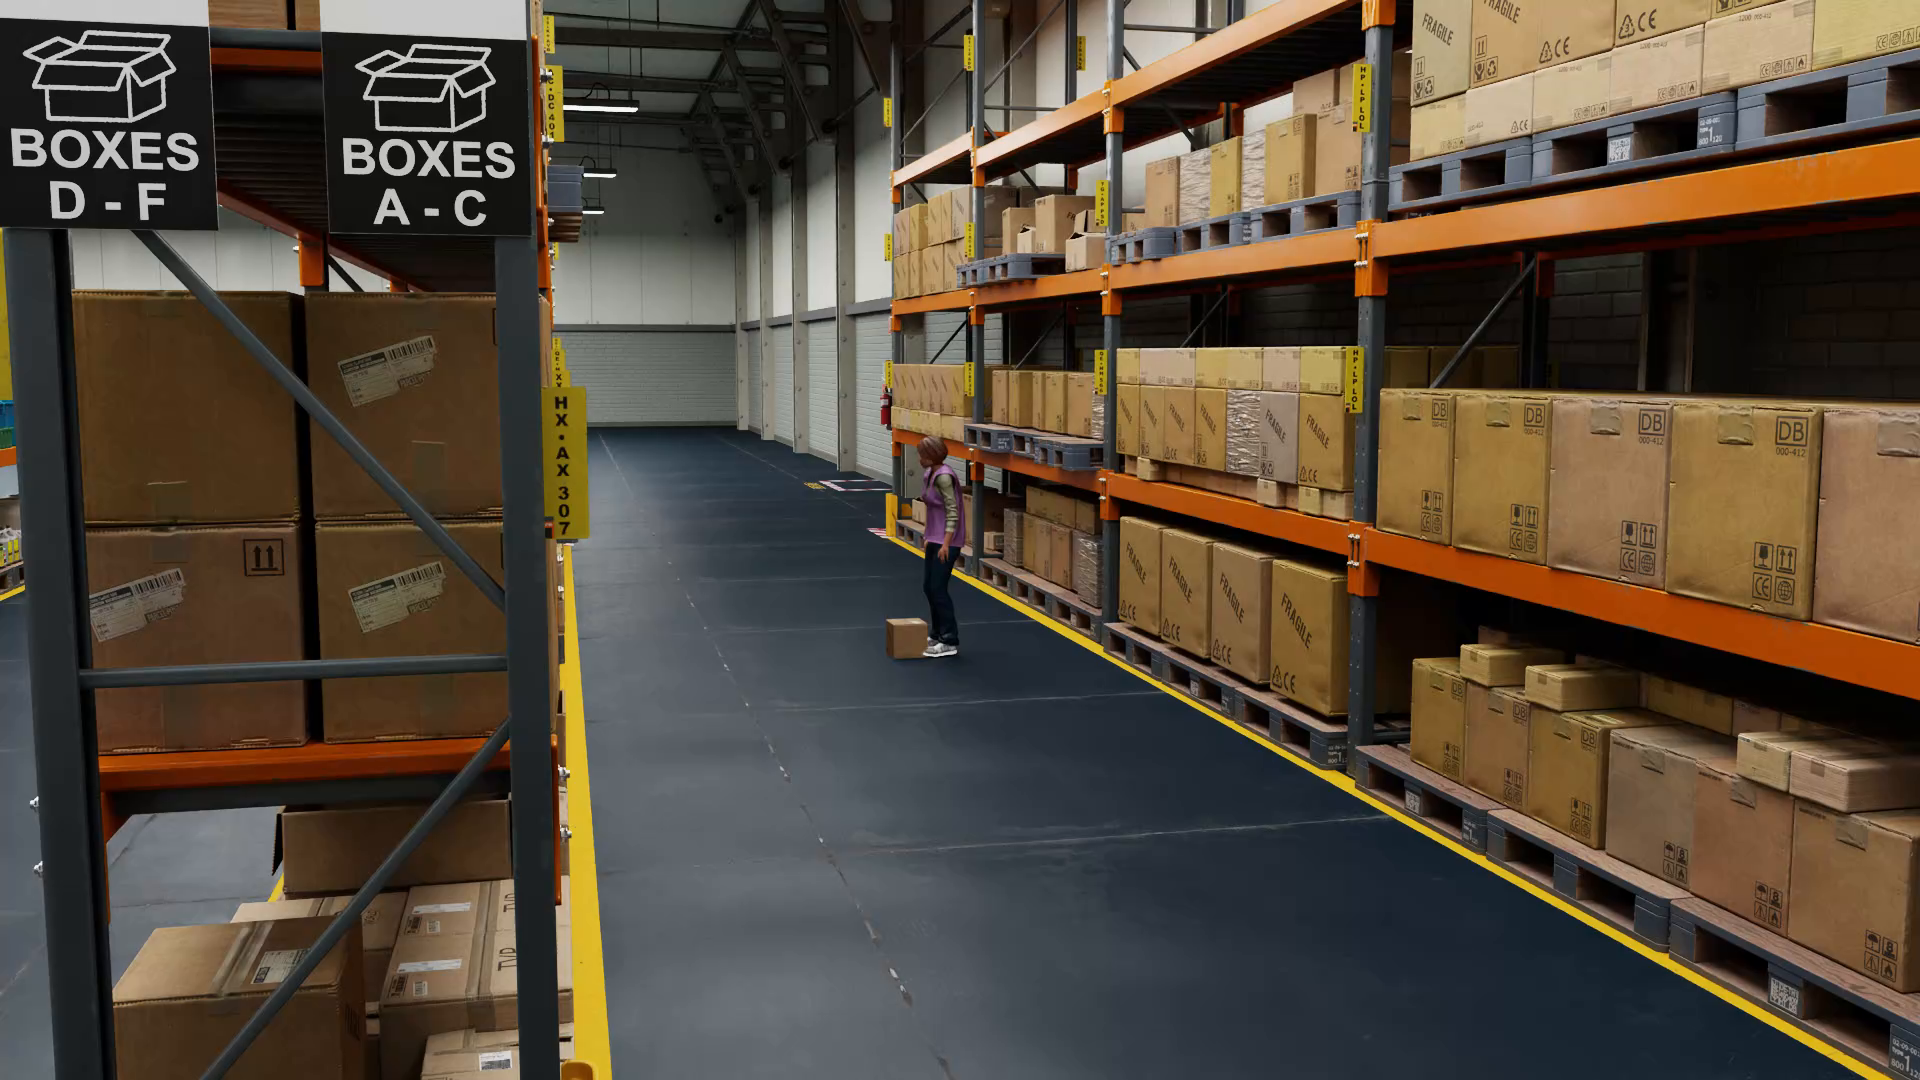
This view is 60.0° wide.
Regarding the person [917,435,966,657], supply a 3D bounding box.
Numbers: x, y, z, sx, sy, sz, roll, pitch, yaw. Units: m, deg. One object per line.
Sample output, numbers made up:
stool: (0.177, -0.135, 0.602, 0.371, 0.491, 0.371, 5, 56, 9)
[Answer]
person: (-0.147, 0.045, 12.034, 0.345, 1.580, 0.477, -2, 7, -17)
